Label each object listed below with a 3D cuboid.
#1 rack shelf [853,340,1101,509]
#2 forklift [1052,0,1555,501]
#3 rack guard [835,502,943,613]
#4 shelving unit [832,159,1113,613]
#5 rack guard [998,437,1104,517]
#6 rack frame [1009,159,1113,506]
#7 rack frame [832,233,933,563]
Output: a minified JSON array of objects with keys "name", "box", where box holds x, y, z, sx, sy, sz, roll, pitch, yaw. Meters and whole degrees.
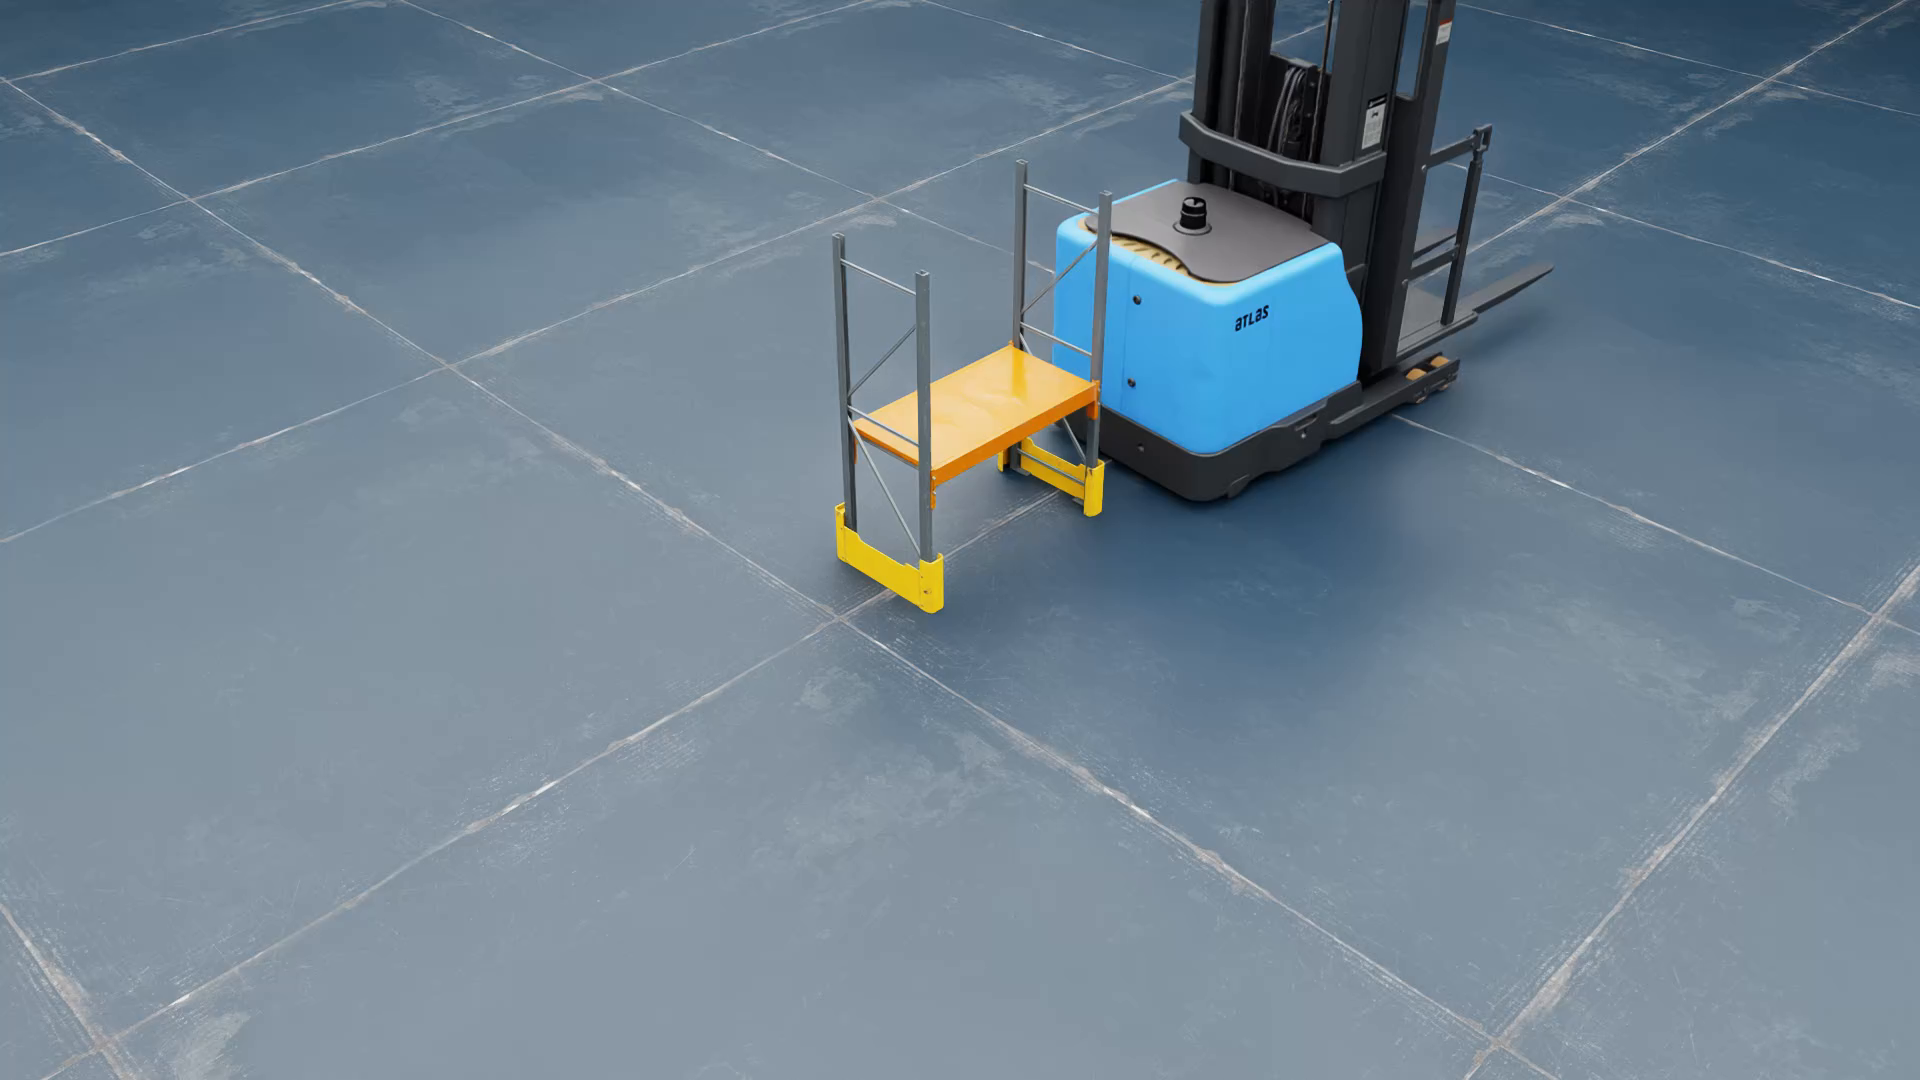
[{"name":"rack shelf","box":[0.060,-0.502,6.974,0.538,0.185,1.000,30,45,35]},{"name":"forklift","box":[1.859,-2.083,7.674,3.031,2.935,1.130,-26,43,-33]},{"name":"rack guard","box":[-0.297,0.069,6.933,0.587,0.250,0.087,30,45,35]},{"name":"shelving unit","box":[0.054,-0.646,6.865,0.587,1.500,1.083,30,45,35]},{"name":"rack guard","box":[0.405,-0.336,7.513,0.587,0.250,0.087,30,45,35]},{"name":"rack frame","box":[0.418,-0.856,7.167,0.500,1.500,0.032,30,45,35]},{"name":"rack frame","box":[-0.298,-0.443,6.575,0.500,1.500,0.032,30,45,35]}]
